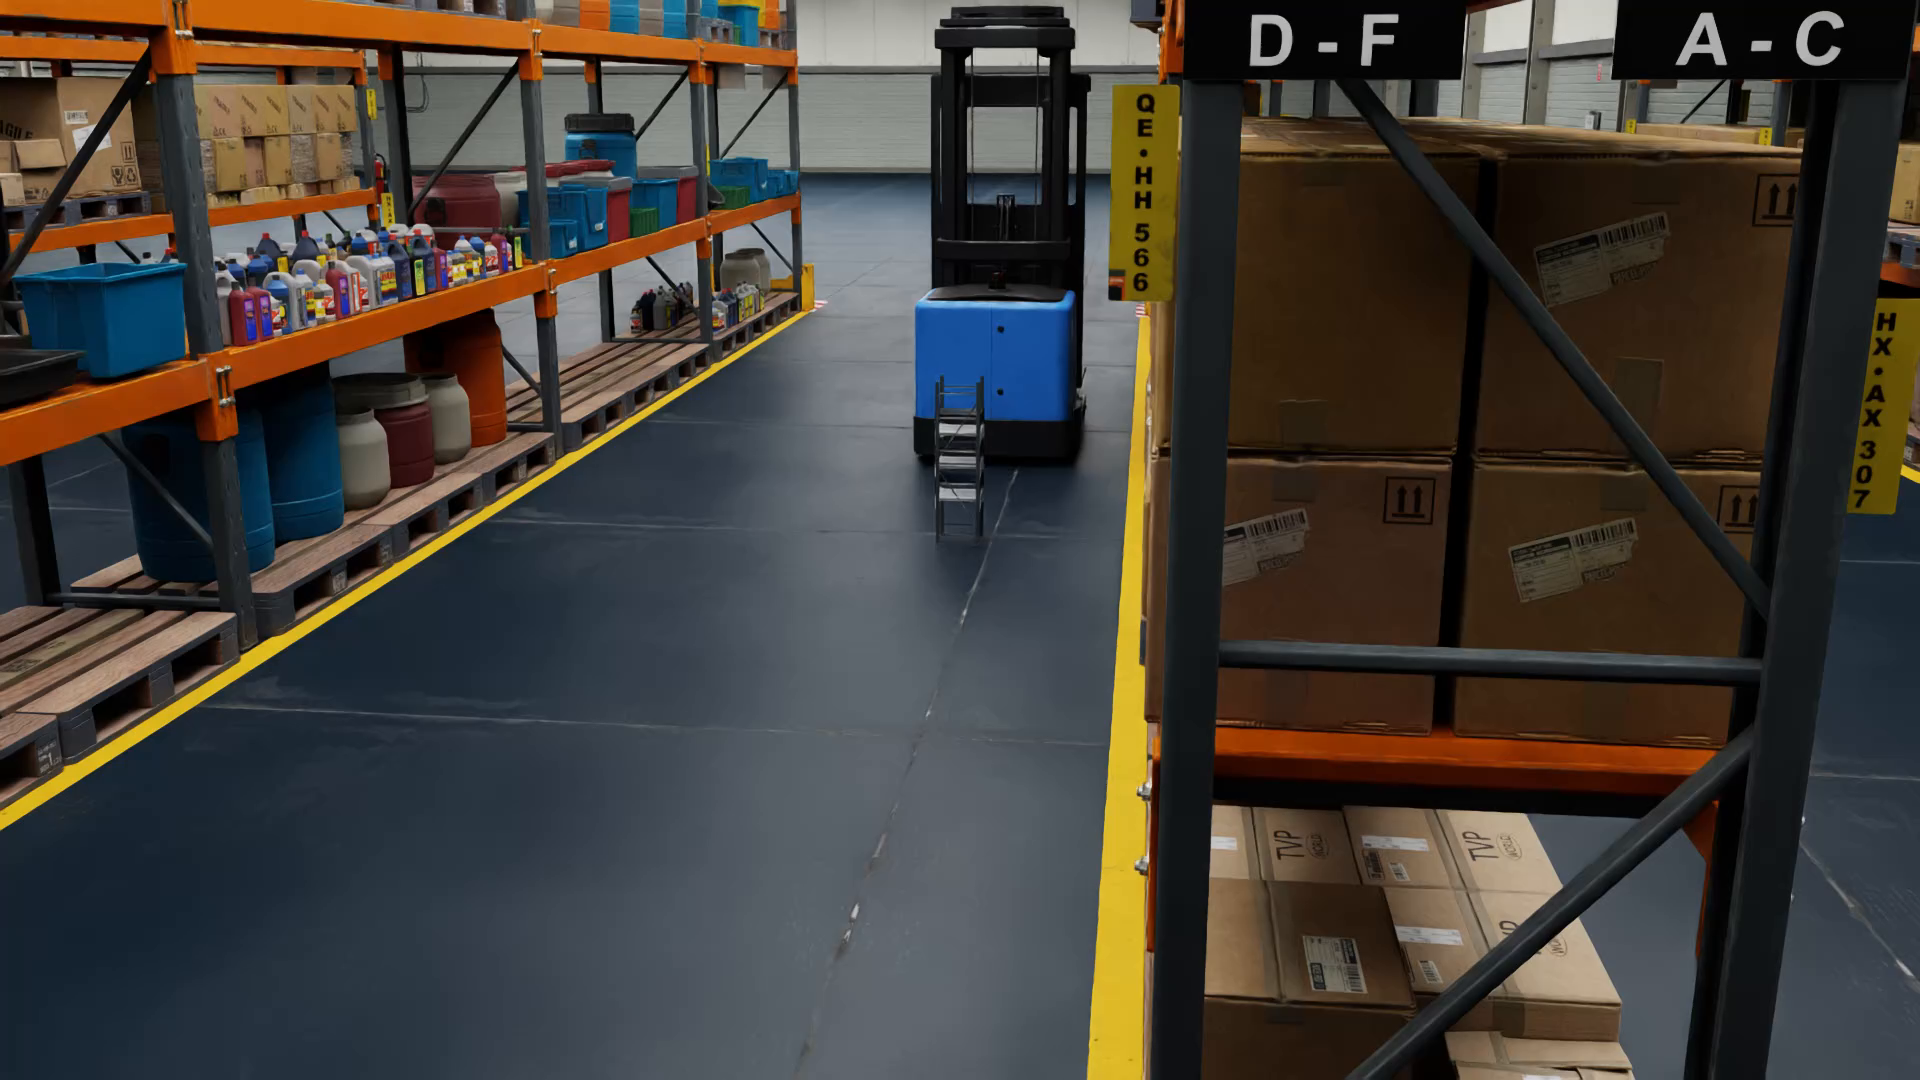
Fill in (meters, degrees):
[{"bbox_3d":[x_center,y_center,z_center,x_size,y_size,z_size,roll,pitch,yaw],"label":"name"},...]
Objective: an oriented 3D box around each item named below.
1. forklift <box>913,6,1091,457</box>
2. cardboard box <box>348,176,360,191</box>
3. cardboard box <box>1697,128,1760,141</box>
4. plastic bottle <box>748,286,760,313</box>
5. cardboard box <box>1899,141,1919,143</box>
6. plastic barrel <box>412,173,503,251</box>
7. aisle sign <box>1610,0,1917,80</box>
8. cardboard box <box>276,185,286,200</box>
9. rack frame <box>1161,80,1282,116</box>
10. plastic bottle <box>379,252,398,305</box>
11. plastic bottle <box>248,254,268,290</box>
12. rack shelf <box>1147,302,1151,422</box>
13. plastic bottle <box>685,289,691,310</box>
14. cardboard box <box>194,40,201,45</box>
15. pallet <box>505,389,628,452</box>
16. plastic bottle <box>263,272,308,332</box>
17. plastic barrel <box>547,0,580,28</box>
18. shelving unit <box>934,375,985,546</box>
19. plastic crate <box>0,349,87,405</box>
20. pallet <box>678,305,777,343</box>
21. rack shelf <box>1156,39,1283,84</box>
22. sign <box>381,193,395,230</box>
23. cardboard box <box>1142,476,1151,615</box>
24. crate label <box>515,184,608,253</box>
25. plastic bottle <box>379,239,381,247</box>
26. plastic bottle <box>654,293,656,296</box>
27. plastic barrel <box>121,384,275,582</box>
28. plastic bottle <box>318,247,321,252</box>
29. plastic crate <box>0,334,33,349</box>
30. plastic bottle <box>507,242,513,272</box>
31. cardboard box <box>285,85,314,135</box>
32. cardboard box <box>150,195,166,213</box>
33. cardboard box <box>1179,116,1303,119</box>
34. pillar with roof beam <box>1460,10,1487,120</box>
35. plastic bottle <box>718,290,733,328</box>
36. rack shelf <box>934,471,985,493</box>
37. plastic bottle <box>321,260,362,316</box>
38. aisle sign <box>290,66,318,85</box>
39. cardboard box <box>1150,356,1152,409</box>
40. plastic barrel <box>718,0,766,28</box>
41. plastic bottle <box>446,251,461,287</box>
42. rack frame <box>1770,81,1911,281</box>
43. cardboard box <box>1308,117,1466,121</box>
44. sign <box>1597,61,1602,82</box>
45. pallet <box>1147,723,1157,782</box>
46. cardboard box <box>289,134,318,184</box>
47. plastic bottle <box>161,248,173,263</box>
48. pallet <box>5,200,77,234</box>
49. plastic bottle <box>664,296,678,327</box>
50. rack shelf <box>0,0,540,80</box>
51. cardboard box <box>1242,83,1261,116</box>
[{"bbox_3d":[0.368,-2.293,12.028,1.130,2.935,3.031,2,15,6],"label":"forklift"},{"bbox_3d":[-7.034,-4.037,18.828,0.380,0.149,0.250,2,15,6],"label":"cardboard box"},{"bbox_3d":[6.971,-3.454,15.003,0.500,0.500,0.500,1,15,5],"label":"cardboard box"},{"bbox_3d":[-2.113,-2.436,16.801,0.152,0.276,0.135,2,15,7],"label":"plastic bottle"},{"bbox_3d":[6.945,-2.748,12.545,0.700,0.500,0.500,3,15,12],"label":"cardboard box"},{"bbox_3d":[-3.437,-2.213,11.338,0.600,0.536,0.708,2,15,6],"label":"plastic barrel"},{"bbox_3d":[1.115,-1.025,2.225,0.394,0.787,0.004,2,15,6],"label":"aisle sign"},{"bbox_3d":[-7.196,-3.582,17.145,0.380,0.149,0.250,2,15,6],"label":"cardboard box"},{"bbox_3d":[2.185,-2.908,14.172,1.000,3.000,0.127,2,15,6],"label":"rack frame"},{"bbox_3d":[-3.027,-1.382,8.773,0.097,0.271,0.097,0,15,0],"label":"plastic bottle"},{"bbox_3d":[-3.651,-1.352,8.661,0.097,0.271,0.097,0,15,0],"label":"plastic bottle"},{"bbox_3d":[1.507,-1.005,8.510,1.077,0.370,4.000,2,15,6],"label":"rack shelf"},{"bbox_3d":[-2.811,-2.466,17.055,0.097,0.201,0.097,0,15,0],"label":"plastic bottle"},{"bbox_3d":[-7.353,-4.686,15.286,0.500,0.250,0.500,1,15,4],"label":"cardboard box"},{"bbox_3d":[-3.062,-0.872,11.981,1.003,0.211,1.213,2,15,6],"label":"pallet"},{"bbox_3d":[-3.167,-1.124,7.811,0.152,0.276,0.135,2,15,6],"label":"plastic bottle"},{"bbox_3d":[-2.880,-3.914,11.185,0.600,0.901,0.600,0,15,0],"label":"plastic barrel"},{"bbox_3d":[-0.001,-0.432,9.037,0.258,0.900,0.210,2,15,6],"label":"shelving unit"},{"bbox_3d":[-3.499,-0.578,5.967,0.437,0.125,0.590,2,15,6],"label":"plastic crate"},{"bbox_3d":[-2.484,-2.199,16.892,1.003,0.211,1.213,2,15,6],"label":"pallet"},{"bbox_3d":[2.410,-4.528,15.792,1.077,0.370,4.000,2,15,6],"label":"rack shelf"},{"bbox_3d":[-3.736,-2.111,10.910,0.100,0.325,0.005,2,15,6],"label":"sign"},{"bbox_3d":[1.053,0.024,7.272,0.500,0.500,0.500,2,15,6],"label":"cardboard box"},{"bbox_3d":[-2.807,-2.285,11.797,0.502,0.435,0.616,2,15,6],"label":"crate label"},{"bbox_3d":[-3.609,-1.765,10.322,0.097,0.201,0.097,0,15,0],"label":"plastic bottle"},{"bbox_3d":[-2.952,-2.225,16.006,0.061,0.283,0.133,3,15,10],"label":"plastic bottle"},{"bbox_3d":[-3.561,-0.311,7.780,0.600,0.901,0.708,2,15,6],"label":"plastic barrel"},{"bbox_3d":[-3.703,-1.584,9.520,0.097,0.271,0.097,0,15,0],"label":"plastic bottle"},{"bbox_3d":[-3.834,-0.766,6.637,0.396,0.136,0.243,2,15,6],"label":"plastic crate"},{"bbox_3d":[-2.841,-1.775,10.361,0.097,0.201,0.097,0,15,0],"label":"plastic bottle"},{"bbox_3d":[-7.133,-4.504,17.394,0.500,0.500,0.500,2,15,6],"label":"cardboard box"},{"bbox_3d":[-7.335,-3.127,15.460,0.380,0.149,0.250,2,15,6],"label":"cardboard box"},{"bbox_3d":[0.949,-1.251,5.933,0.500,0.500,0.500,2,15,8],"label":"cardboard box"},{"bbox_3d":[6.092,-11.285,33.657,9.100,9.000,0.400,2,15,6],"label":"pillar with roof beam"},{"bbox_3d":[-2.233,-2.186,15.732,0.144,0.351,0.185,2,15,8],"label":"plastic bottle"},{"bbox_3d":[-0.001,-0.313,9.069,0.258,0.077,0.200,2,15,6],"label":"rack shelf"},{"bbox_3d":[-3.104,-1.270,8.348,0.152,0.276,0.135,2,15,6],"label":"plastic bottle"},{"bbox_3d":[-7.498,-5.518,18.844,0.394,0.787,0.004,2,15,6],"label":"aisle sign"},{"bbox_3d":[0.954,-0.758,6.026,0.500,0.500,0.500,2,15,8],"label":"cardboard box"},{"bbox_3d":[-2.288,-5.535,16.973,0.600,0.588,0.600,0,15,0],"label":"plastic barrel"},{"bbox_3d":[-2.933,-1.564,9.579,0.097,0.201,0.097,0,15,0],"label":"plastic bottle"},{"bbox_3d":[7.107,-2.763,13.635,1.000,3.000,0.127,2,15,6],"label":"rack frame"},{"bbox_3d":[1.482,-1.226,5.841,0.500,0.500,0.500,2,15,7],"label":"cardboard box"},{"bbox_3d":[9.433,-6.908,24.522,0.001,0.298,0.199,2,15,6],"label":"sign"},{"bbox_3d":[1.203,0.691,6.204,1.003,0.211,1.213,2,15,6],"label":"pallet"},{"bbox_3d":[-7.333,-4.027,17.547,0.875,0.500,0.500,2,15,6],"label":"cardboard box"},{"bbox_3d":[-3.840,-1.253,8.142,0.144,0.351,0.185,2,15,6],"label":"plastic bottle"},{"bbox_3d":[-7.927,-2.586,13.346,1.003,0.211,1.213,2,15,6],"label":"pallet"},{"bbox_3d":[-2.779,-2.180,15.854,0.152,0.276,0.135,2,15,6],"label":"plastic bottle"},{"bbox_3d":[-3.414,-2.600,8.662,1.077,0.370,4.000,2,15,6],"label":"rack shelf"},{"bbox_3d":[2.228,-3.698,14.415,0.700,0.500,0.500,2,15,7],"label":"cardboard box"}]
